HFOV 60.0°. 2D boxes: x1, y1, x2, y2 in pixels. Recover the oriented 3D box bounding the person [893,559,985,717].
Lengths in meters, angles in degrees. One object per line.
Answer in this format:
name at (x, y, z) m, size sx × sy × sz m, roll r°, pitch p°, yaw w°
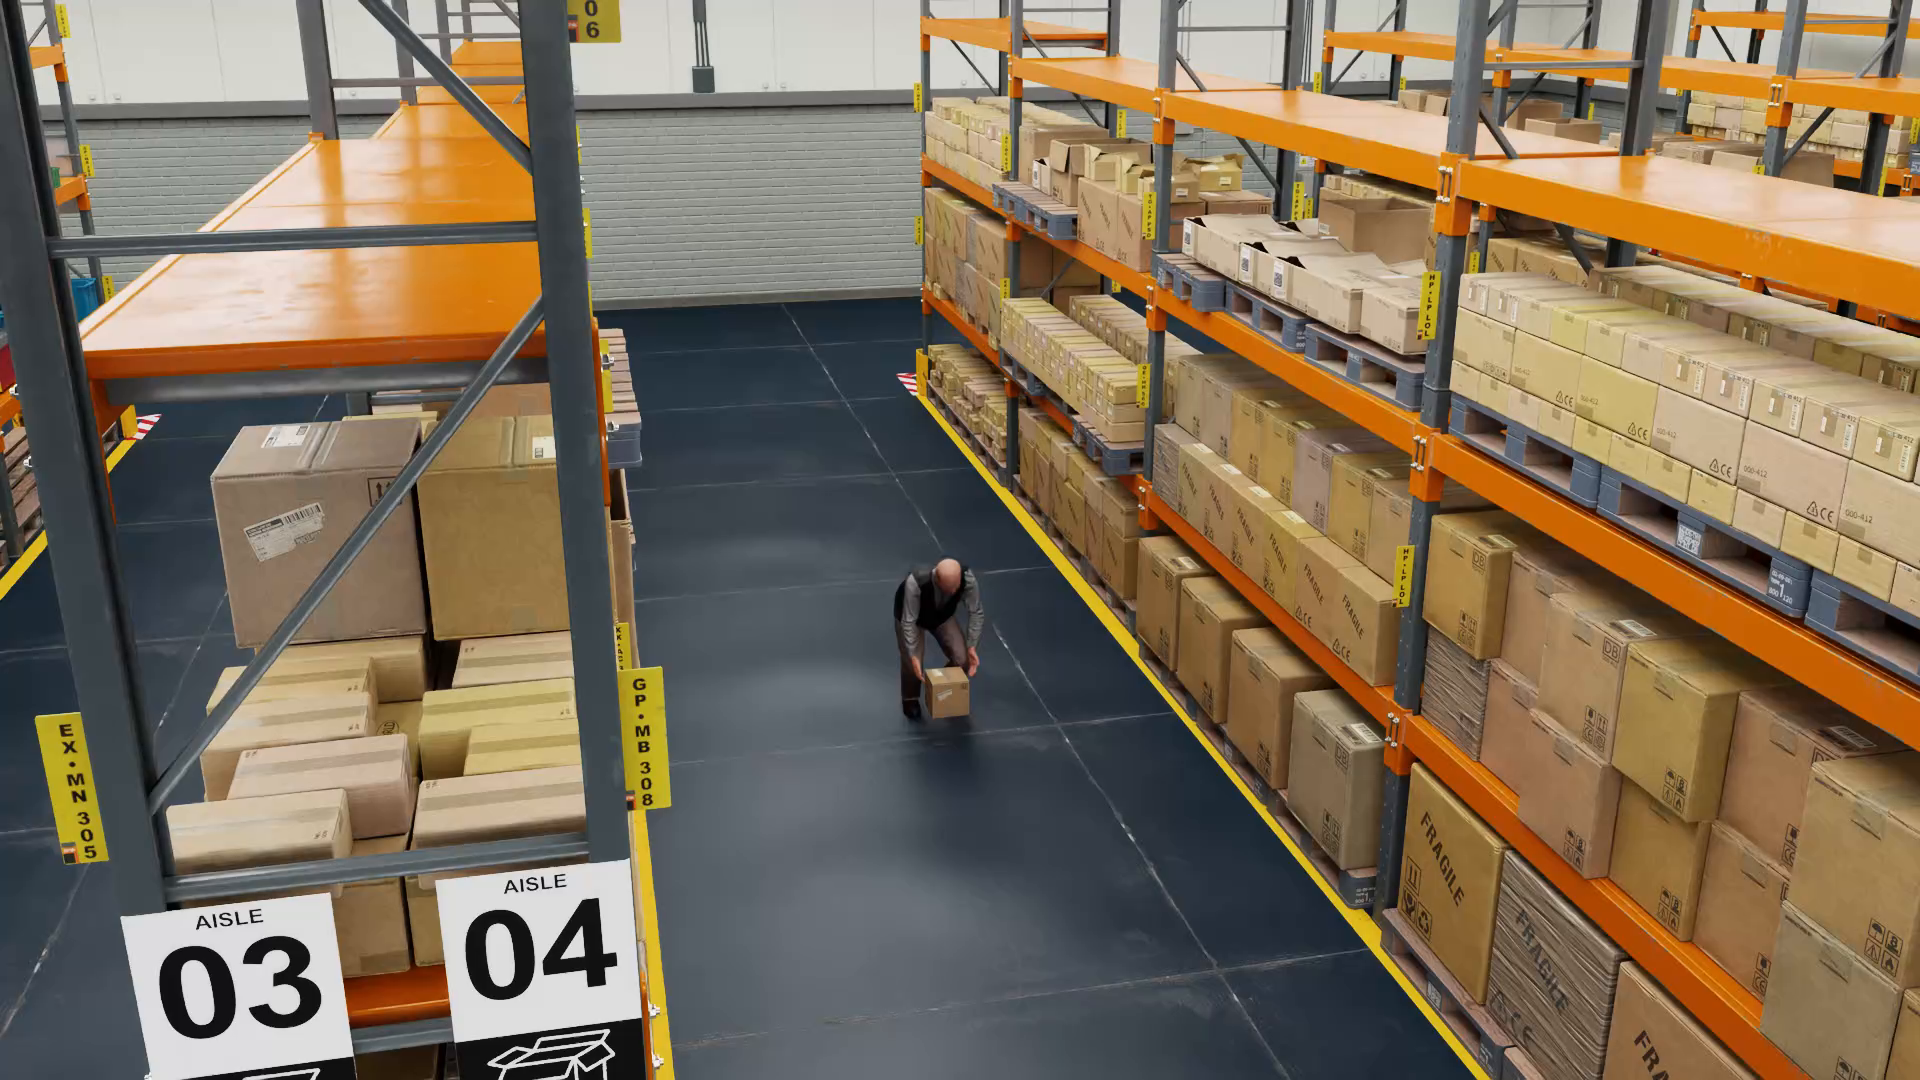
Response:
person at (-0.152, 0.614, 11.423) m, size 0.583 × 1.232 × 0.789 m, roll -4°, pitch 20°, yaw -12°
